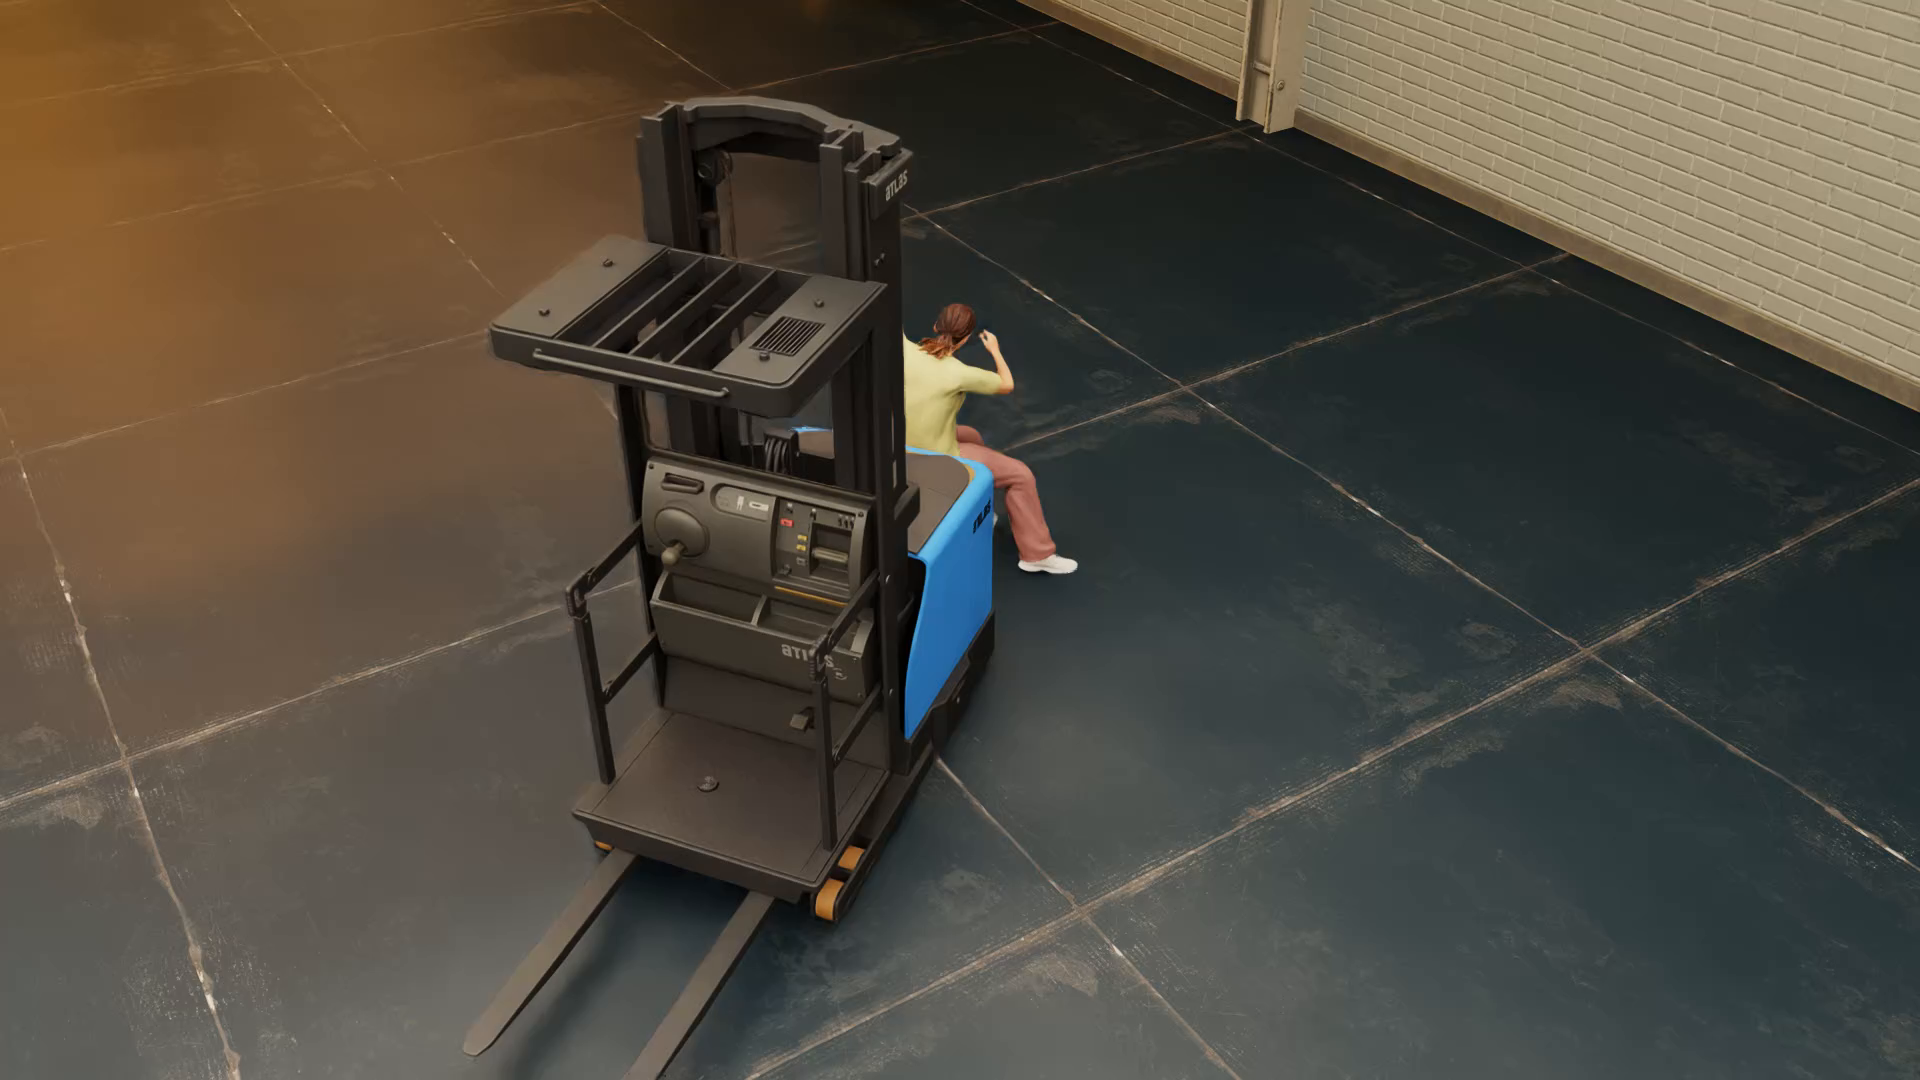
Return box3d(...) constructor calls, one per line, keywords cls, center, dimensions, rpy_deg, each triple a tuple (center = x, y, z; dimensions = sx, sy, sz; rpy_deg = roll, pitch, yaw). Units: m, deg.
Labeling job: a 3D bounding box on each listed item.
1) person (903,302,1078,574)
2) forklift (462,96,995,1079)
box3d(cls="person", center=(-0.085, -0.580, 8.344), dimensions=(1.454, 1.383, 0.681), rpy_deg=(23, 41, 29))
box3d(cls="forklift", center=(-0.859, 0.025, 6.112), dimensions=(1.130, 2.935, 3.031), rpy_deg=(13, 37, 18))
